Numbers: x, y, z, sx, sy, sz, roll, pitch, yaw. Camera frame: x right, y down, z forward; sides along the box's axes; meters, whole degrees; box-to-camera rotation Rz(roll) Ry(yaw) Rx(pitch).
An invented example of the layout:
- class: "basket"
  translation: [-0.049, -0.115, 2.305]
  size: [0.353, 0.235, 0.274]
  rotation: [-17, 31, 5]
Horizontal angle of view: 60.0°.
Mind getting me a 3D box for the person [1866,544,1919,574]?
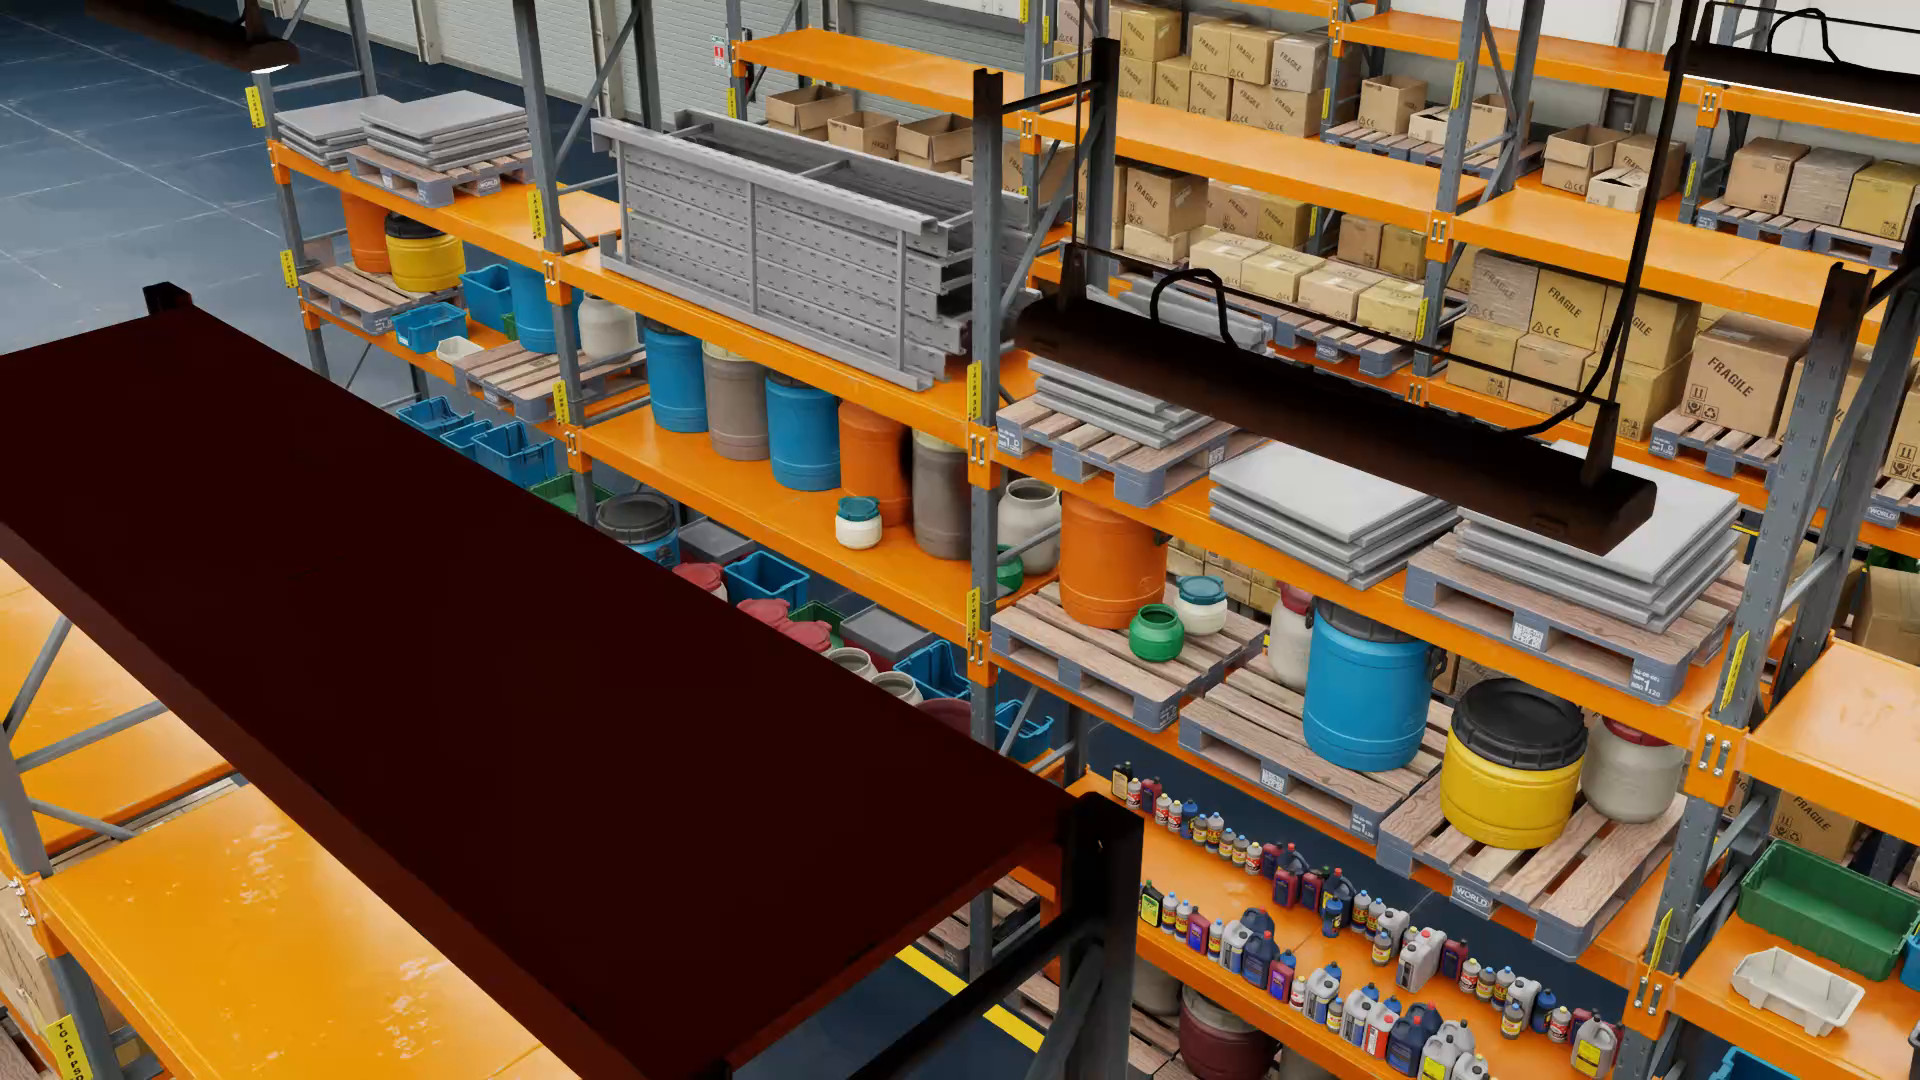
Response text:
- class: "person"
  translation: [8.053, 0.097, 14.248]
  size: [0.606, 1.832, 0.601]
  rotation: [24, 37, 36]
